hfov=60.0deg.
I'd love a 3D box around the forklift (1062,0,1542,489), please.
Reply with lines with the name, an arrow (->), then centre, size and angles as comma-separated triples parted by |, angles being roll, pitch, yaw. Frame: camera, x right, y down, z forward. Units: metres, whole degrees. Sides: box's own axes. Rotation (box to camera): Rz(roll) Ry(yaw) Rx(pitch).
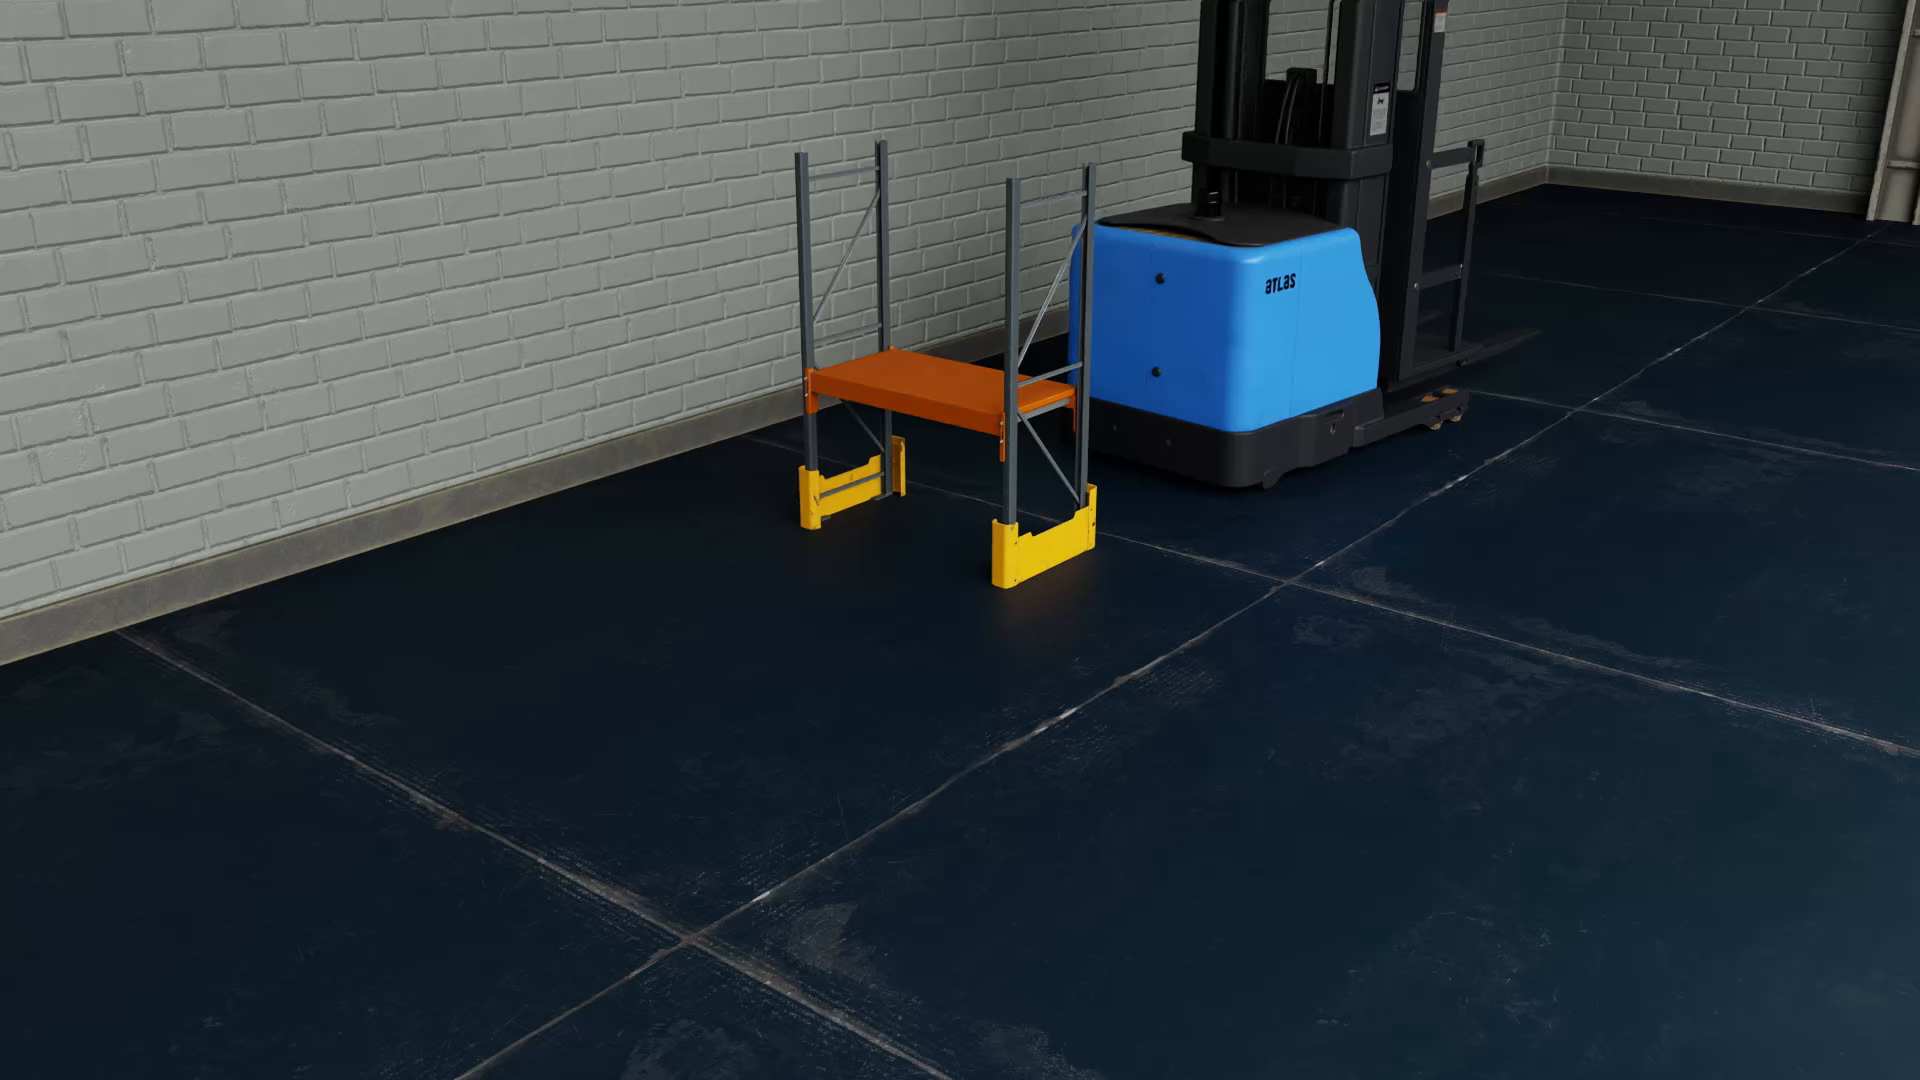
forklift -> 1.873, -2.019, 7.868 | 3.031, 2.935, 1.130 | -19, 28, -41

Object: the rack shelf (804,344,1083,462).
rack shelf -> -0.066, -0.552, 6.517 | 1.000, 0.185, 0.538 | 16, 26, 36

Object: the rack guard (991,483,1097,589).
rack guard -> 0.327, -0.023, 6.375 | 0.087, 0.250, 0.587 | 16, 26, 36

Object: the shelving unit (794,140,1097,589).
shelving unit -> -0.059, -0.719, 6.449 | 1.083, 1.500, 0.587 | 16, 26, 36

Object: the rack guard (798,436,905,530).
rack guard -> -0.445, -0.245, 6.964 | 0.087, 0.250, 0.587 | 16, 26, 36

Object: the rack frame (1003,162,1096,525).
rack frame -> 0.328, -0.607, 6.153 | 0.032, 1.500, 0.500 | 16, 26, 36

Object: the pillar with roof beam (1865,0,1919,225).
pillar with roof beam -> 4.951, -5.658, 8.918 | 0.400, 9.000, 9.100 | 16, 26, 36

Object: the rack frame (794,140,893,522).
rack frame -> -0.460, -0.834, 6.755 | 0.032, 1.500, 0.500 | 16, 26, 36
